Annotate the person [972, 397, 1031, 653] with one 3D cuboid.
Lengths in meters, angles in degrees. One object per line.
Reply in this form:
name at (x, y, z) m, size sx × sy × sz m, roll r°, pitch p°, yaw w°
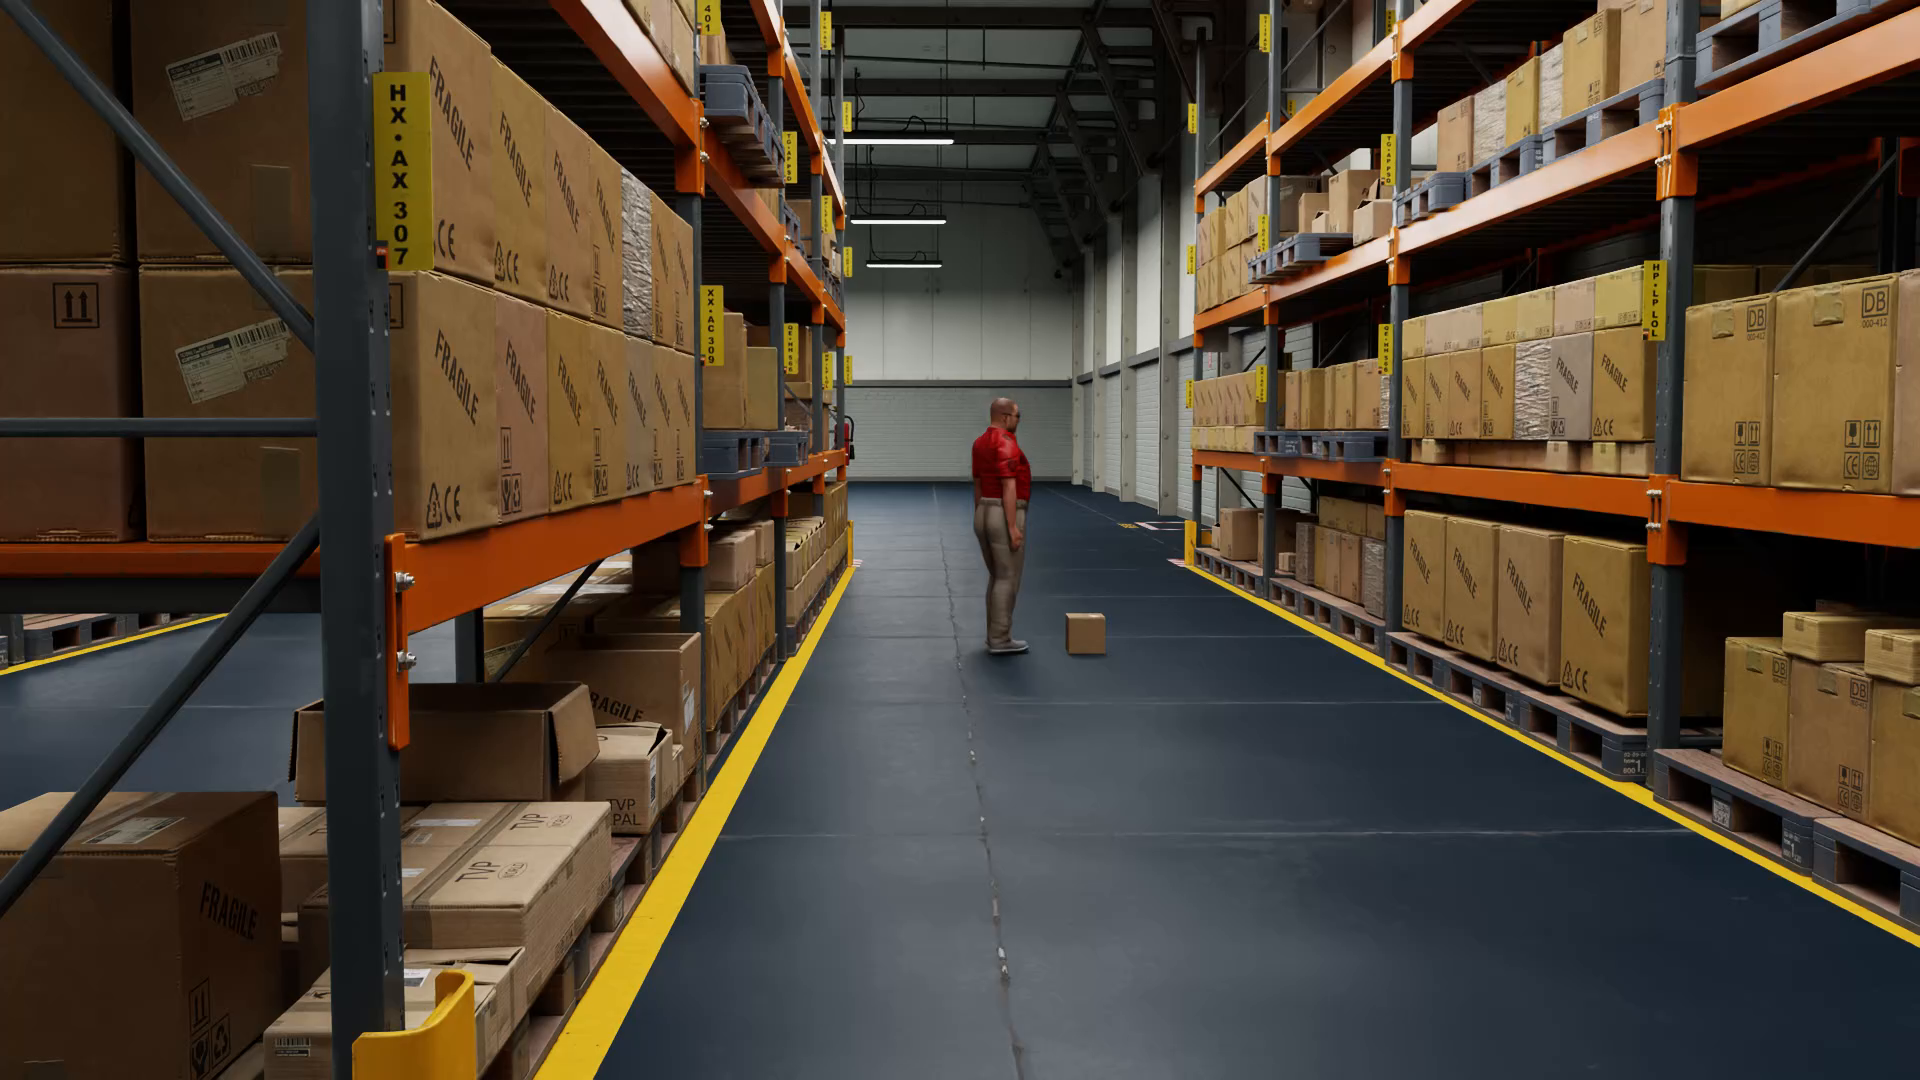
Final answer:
person at (0.337, -0.082, 11.322) m, size 0.466 × 1.772 × 0.586 m, roll -2°, pitch 4°, yaw -28°
